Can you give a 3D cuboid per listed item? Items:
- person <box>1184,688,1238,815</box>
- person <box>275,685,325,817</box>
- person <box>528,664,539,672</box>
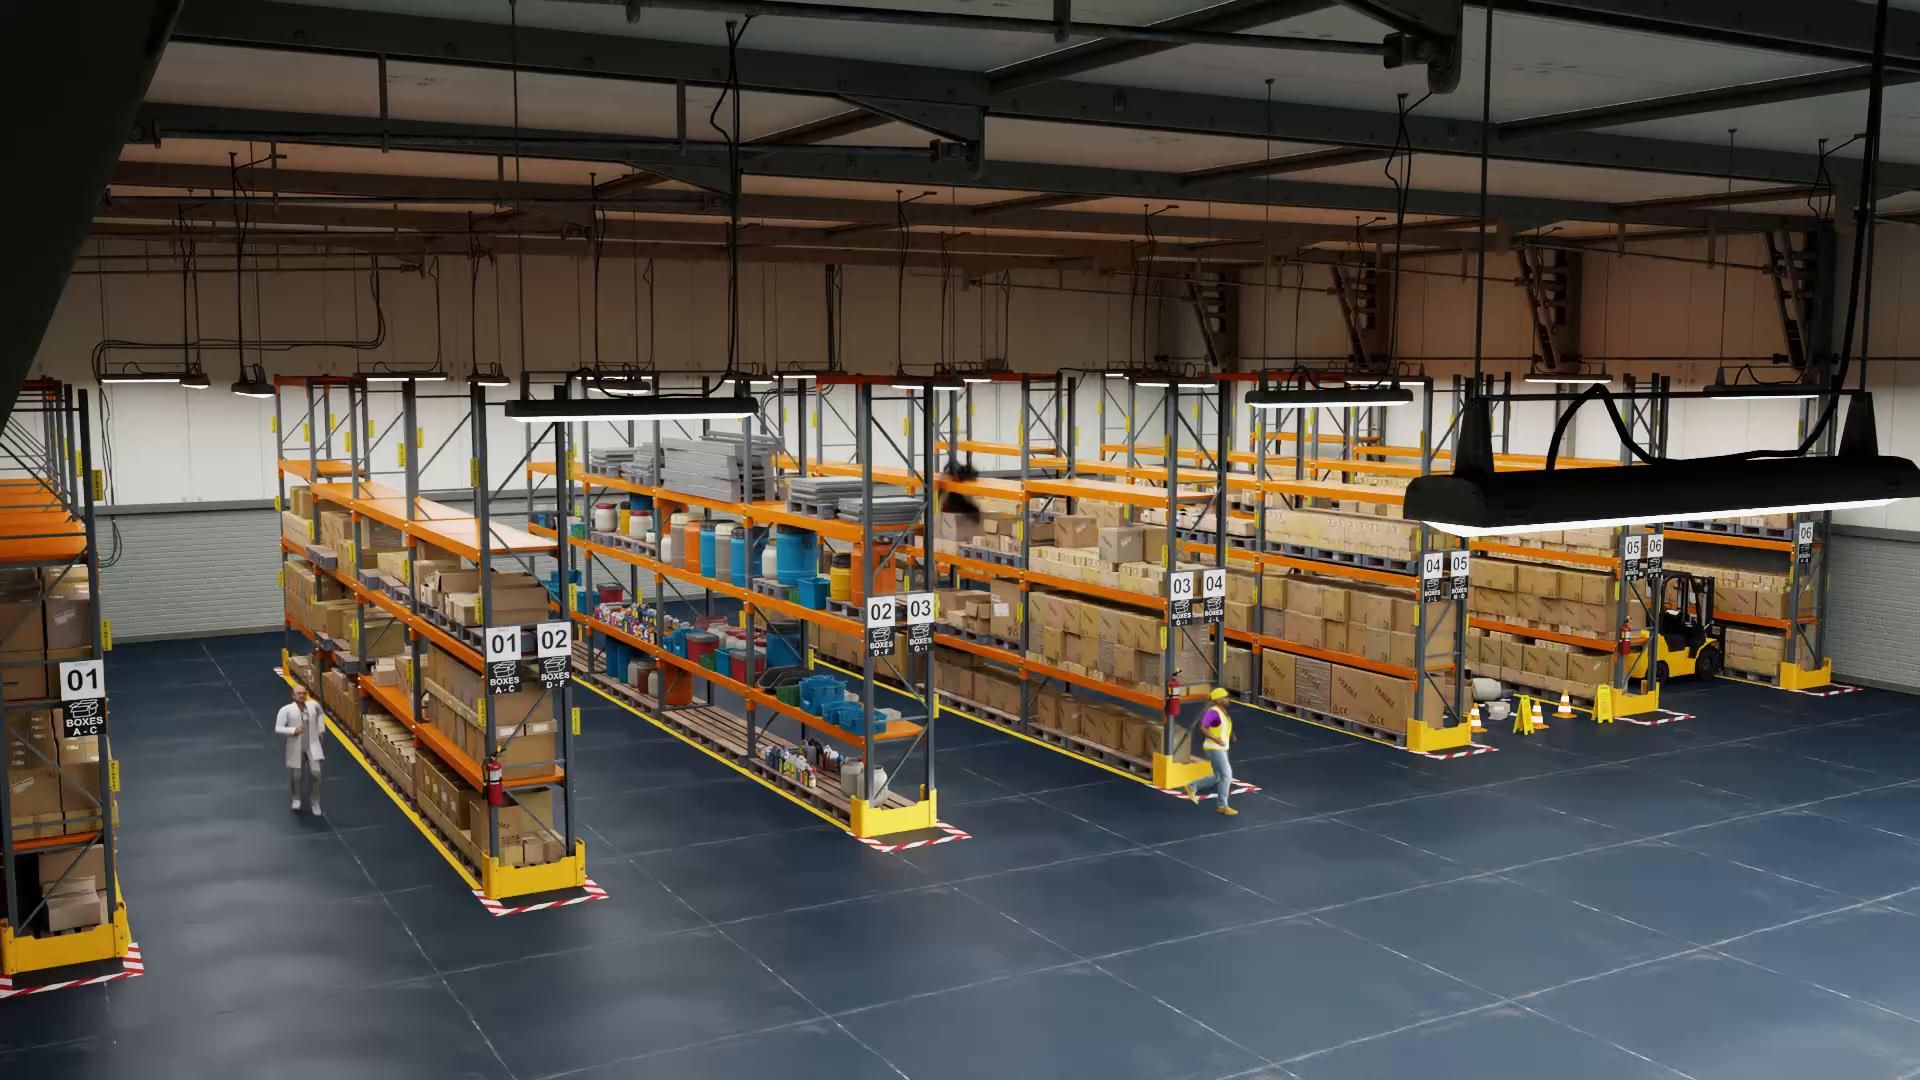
[{"bbox_3d":[3.571,2.935,23.364,0.803,1.731,0.745,3,7,24],"label":"person"},{"bbox_3d":[-9.132,2.931,23.084,0.709,1.856,0.840,-4,7,-33],"label":"person"},{"bbox_3d":[-7.230,2.421,28.404,0.609,1.621,0.783,-5,8,-41],"label":"person"}]
